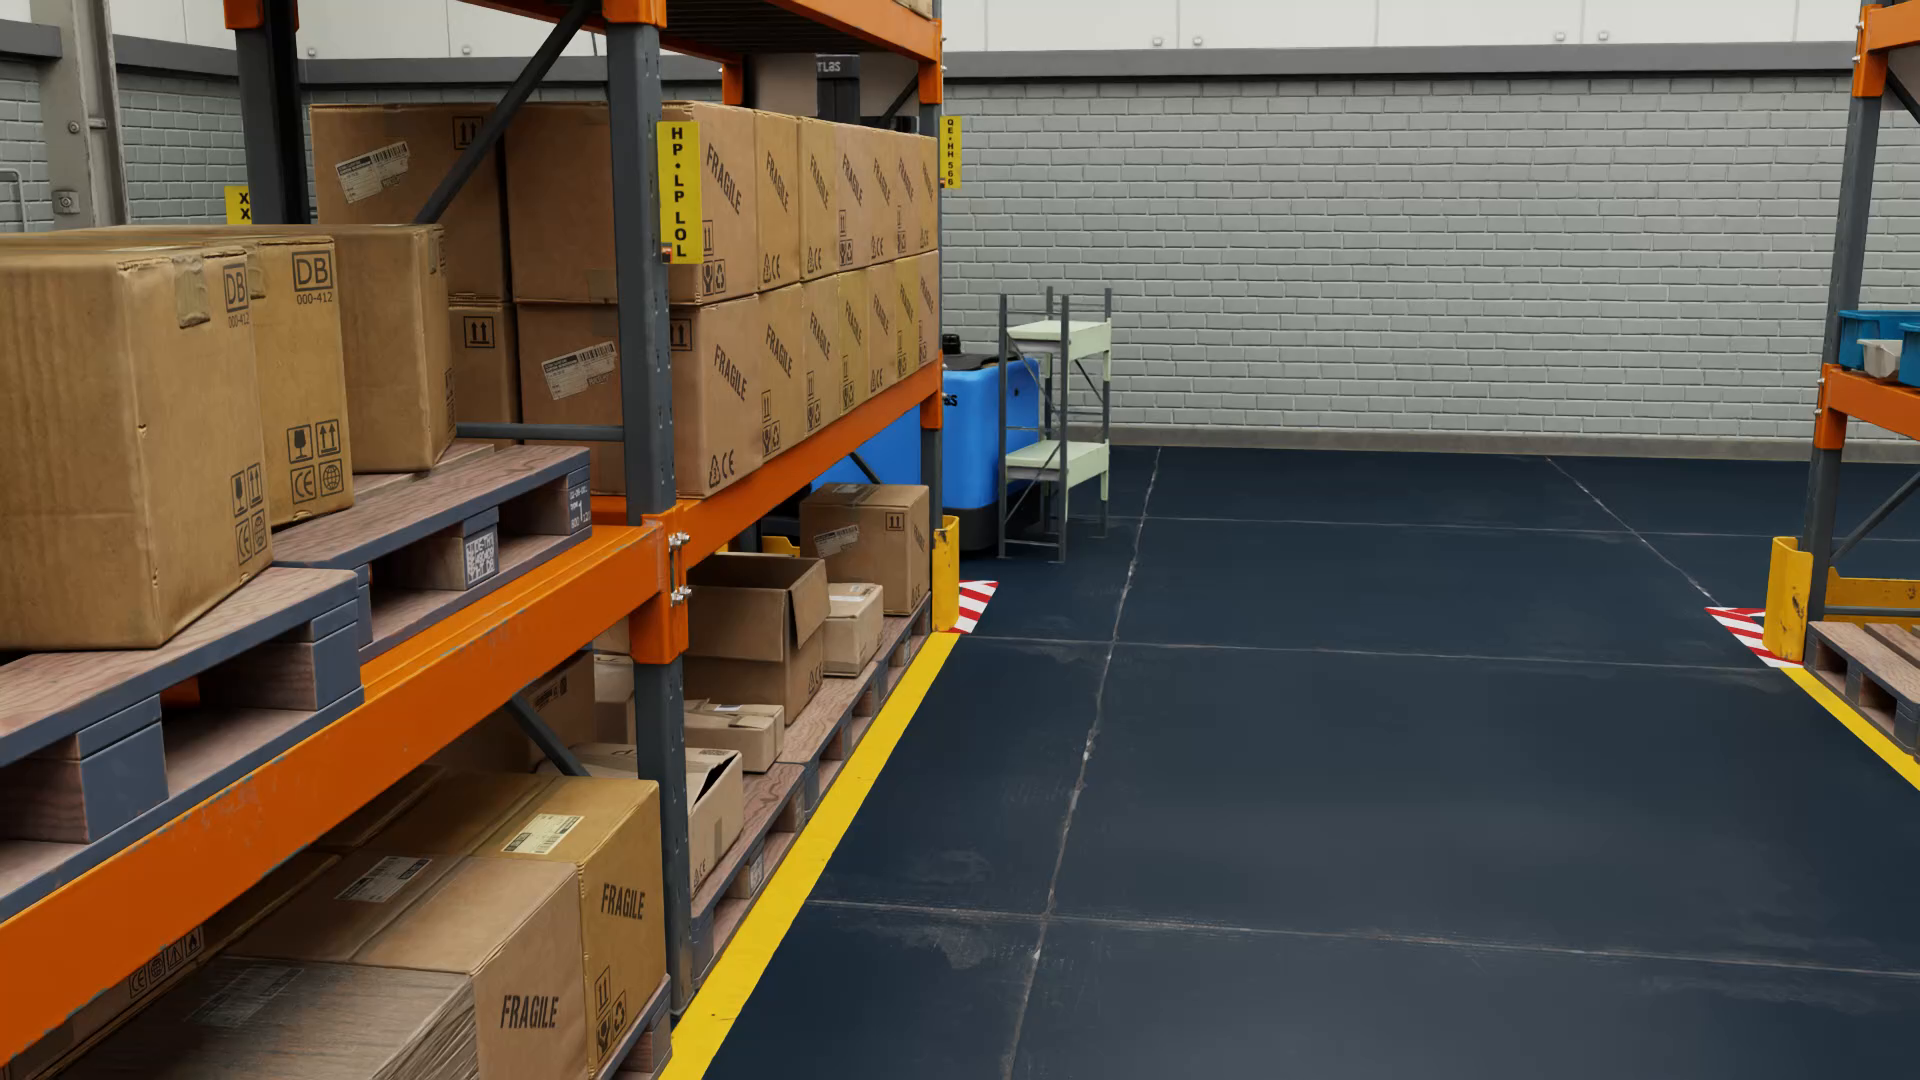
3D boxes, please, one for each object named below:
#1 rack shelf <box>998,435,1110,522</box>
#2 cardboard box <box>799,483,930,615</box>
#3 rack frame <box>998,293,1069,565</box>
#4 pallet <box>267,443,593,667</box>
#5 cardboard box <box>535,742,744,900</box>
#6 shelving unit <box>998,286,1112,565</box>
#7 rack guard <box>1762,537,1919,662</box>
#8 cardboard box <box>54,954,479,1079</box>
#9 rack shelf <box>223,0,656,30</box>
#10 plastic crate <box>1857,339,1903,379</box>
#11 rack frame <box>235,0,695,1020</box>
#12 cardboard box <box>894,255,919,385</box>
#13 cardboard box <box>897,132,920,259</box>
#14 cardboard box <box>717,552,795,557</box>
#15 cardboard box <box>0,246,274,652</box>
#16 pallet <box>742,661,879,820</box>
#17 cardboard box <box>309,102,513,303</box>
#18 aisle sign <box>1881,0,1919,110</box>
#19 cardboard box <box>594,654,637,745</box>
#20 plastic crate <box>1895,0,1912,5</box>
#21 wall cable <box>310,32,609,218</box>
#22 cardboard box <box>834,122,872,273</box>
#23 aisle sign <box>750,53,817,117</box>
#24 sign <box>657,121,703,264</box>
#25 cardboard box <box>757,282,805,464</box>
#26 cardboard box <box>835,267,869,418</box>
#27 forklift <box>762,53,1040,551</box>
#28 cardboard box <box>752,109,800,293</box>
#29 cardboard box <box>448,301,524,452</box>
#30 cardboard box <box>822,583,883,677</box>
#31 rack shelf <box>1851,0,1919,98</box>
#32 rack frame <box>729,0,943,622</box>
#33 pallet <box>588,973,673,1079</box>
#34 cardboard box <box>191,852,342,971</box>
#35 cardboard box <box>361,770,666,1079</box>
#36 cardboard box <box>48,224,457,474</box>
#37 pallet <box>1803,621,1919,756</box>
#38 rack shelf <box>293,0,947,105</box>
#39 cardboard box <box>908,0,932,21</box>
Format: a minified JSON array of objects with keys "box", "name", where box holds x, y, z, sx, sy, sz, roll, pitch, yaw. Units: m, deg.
[{"box":[0.553,-0.366,9.679,0.431,0.370,0.720,5,13,23],"name":"rack shelf"},{"box":[-0.428,0.033,7.610,0.500,0.500,0.500,2,12,9],"name":"cardboard box"},{"box":[0.407,-0.614,9.282,0.400,1.500,0.023,5,13,23],"name":"rack frame"},{"box":[-1.434,-0.006,3.356,1.003,0.211,1.213,2,12,9],"name":"pallet"},{"box":[-0.925,0.756,4.702,0.500,0.311,0.500,2,12,9],"name":"cardboard box"},{"box":[0.553,-0.685,9.610,0.431,1.500,0.755,5,13,23],"name":"shelving unit"},{"box":[4.296,0.283,7.496,1.175,0.500,0.348,2,12,9],"name":"rack guard"},{"box":[-1.158,1.063,2.828,0.500,0.500,0.500,2,12,9],"name":"cardboard box"},{"box":[-1.511,-0.961,1.920,1.077,0.370,4.000,2,12,9],"name":"rack shelf"},{"box":[3.811,-0.730,6.742,0.250,0.136,0.298,2,12,9],"name":"plastic crate"},{"box":[-1.203,-0.263,4.092,1.000,3.000,0.127,2,12,9],"name":"rack frame"},{"box":[-0.465,-0.934,6.970,0.500,0.500,0.500,2,12,9],"name":"cardboard box"},{"box":[-0.462,-1.426,6.880,0.500,0.500,0.500,2,12,10],"name":"cardboard box"},{"box":[-0.992,0.159,7.857,0.380,0.149,0.250,2,12,9],"name":"cardboard box"},{"box":[-1.414,-0.147,2.321,0.700,0.500,0.500,-1,12,-6],"name":"cardboard box"},{"box":[-0.912,0.703,6.231,1.003,0.211,1.213,2,12,9],"name":"pallet"},{"box":[-1.381,-0.914,4.503,0.500,0.500,0.500,2,12,9],"name":"cardboard box"},{"box":[4.023,-2.229,7.047,0.394,0.787,0.004,2,12,9],"name":"aisle sign"},{"box":[-1.281,0.553,5.646,0.500,0.311,0.500,2,12,9],"name":"cardboard box"},{"box":[3.971,-2.265,6.575,0.497,0.269,0.590,2,12,9],"name":"plastic crate"},{"box":[-4.261,-3.835,13.801,3.097,2.526,0.112,2,12,9],"name":"wall cable"},{"box":[-0.616,-1.211,5.883,0.500,0.500,0.500,2,12,10],"name":"cardboard box"},{"box":[-0.868,-2.390,7.792,0.394,0.787,0.004,2,12,9],"name":"aisle sign"},{"box":[-0.654,-0.811,3.890,0.100,0.325,0.005,2,12,9],"name":"sign"},{"box":[-0.780,-0.515,5.028,0.500,0.500,0.500,2,12,10],"name":"cardboard box"},{"box":[-0.624,-0.725,6.002,0.500,0.500,0.500,2,12,8],"name":"cardboard box"},{"box":[-1.071,-1.525,10.110,3.031,2.935,1.130,5,13,24],"name":"forklift"},{"box":[-0.774,-0.997,4.887,0.500,0.500,0.500,1,12,7],"name":"cardboard box"},{"box":[-1.380,-0.424,4.603,0.500,0.500,0.500,2,12,10],"name":"cardboard box"},{"box":[-0.604,0.352,6.723,0.500,0.250,0.500,2,12,9],"name":"cardboard box"},{"box":[3.998,-1.632,5.035,1.077,0.370,4.000,2,12,9],"name":"rack shelf"},{"box":[-0.588,-1.095,7.955,1.000,3.000,0.127,2,12,9],"name":"rack frame"},{"box":[-1.291,1.271,3.594,1.003,0.211,1.213,2,12,9],"name":"pallet"},{"box":[-1.590,0.949,3.361,0.500,0.500,0.500,2,12,9],"name":"cardboard box"},{"box":[-0.996,0.856,3.789,0.500,0.500,0.500,2,12,8],"name":"cardboard box"},{"box":[-1.497,-0.425,3.613,0.700,0.500,0.500,-2,12,-10],"name":"cardboard box"},{"box":[4.140,0.600,6.710,1.003,0.211,1.213,2,12,9],"name":"pallet"},{"box":[-0.896,-1.794,5.783,1.077,0.370,4.000,2,12,9],"name":"rack shelf"},{"box":[-0.407,-2.373,7.119,0.500,0.250,0.500,2,12,9],"name":"cardboard box"}]
